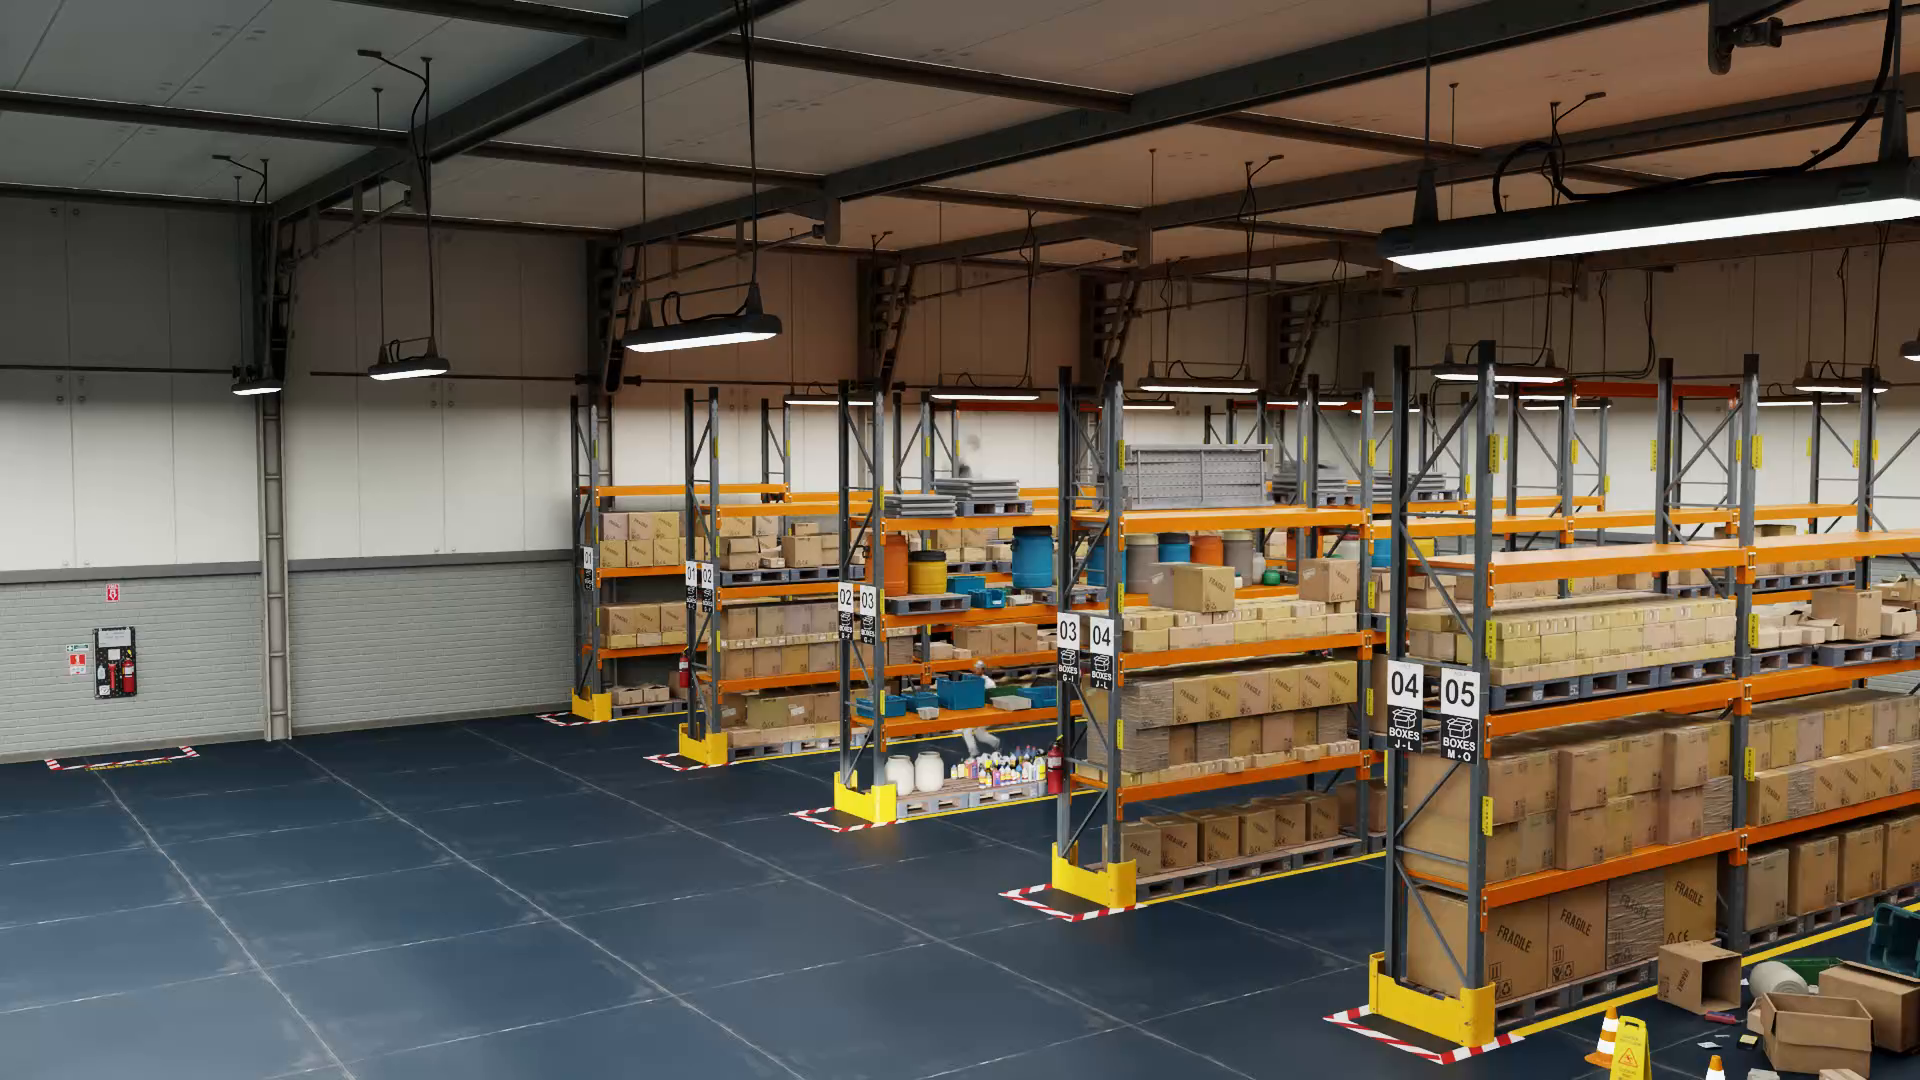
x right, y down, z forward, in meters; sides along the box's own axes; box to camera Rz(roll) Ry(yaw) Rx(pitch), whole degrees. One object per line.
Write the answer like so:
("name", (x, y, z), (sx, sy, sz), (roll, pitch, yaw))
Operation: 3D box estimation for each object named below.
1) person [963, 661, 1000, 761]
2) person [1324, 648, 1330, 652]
("person", (0.325, 2.746, 26.752), (0.629, 1.618, 0.609), (-3, 5, -45))
("person", (7.340, 2.356, 32.136), (0.689, 1.766, 0.633), (-3, 5, -42))
